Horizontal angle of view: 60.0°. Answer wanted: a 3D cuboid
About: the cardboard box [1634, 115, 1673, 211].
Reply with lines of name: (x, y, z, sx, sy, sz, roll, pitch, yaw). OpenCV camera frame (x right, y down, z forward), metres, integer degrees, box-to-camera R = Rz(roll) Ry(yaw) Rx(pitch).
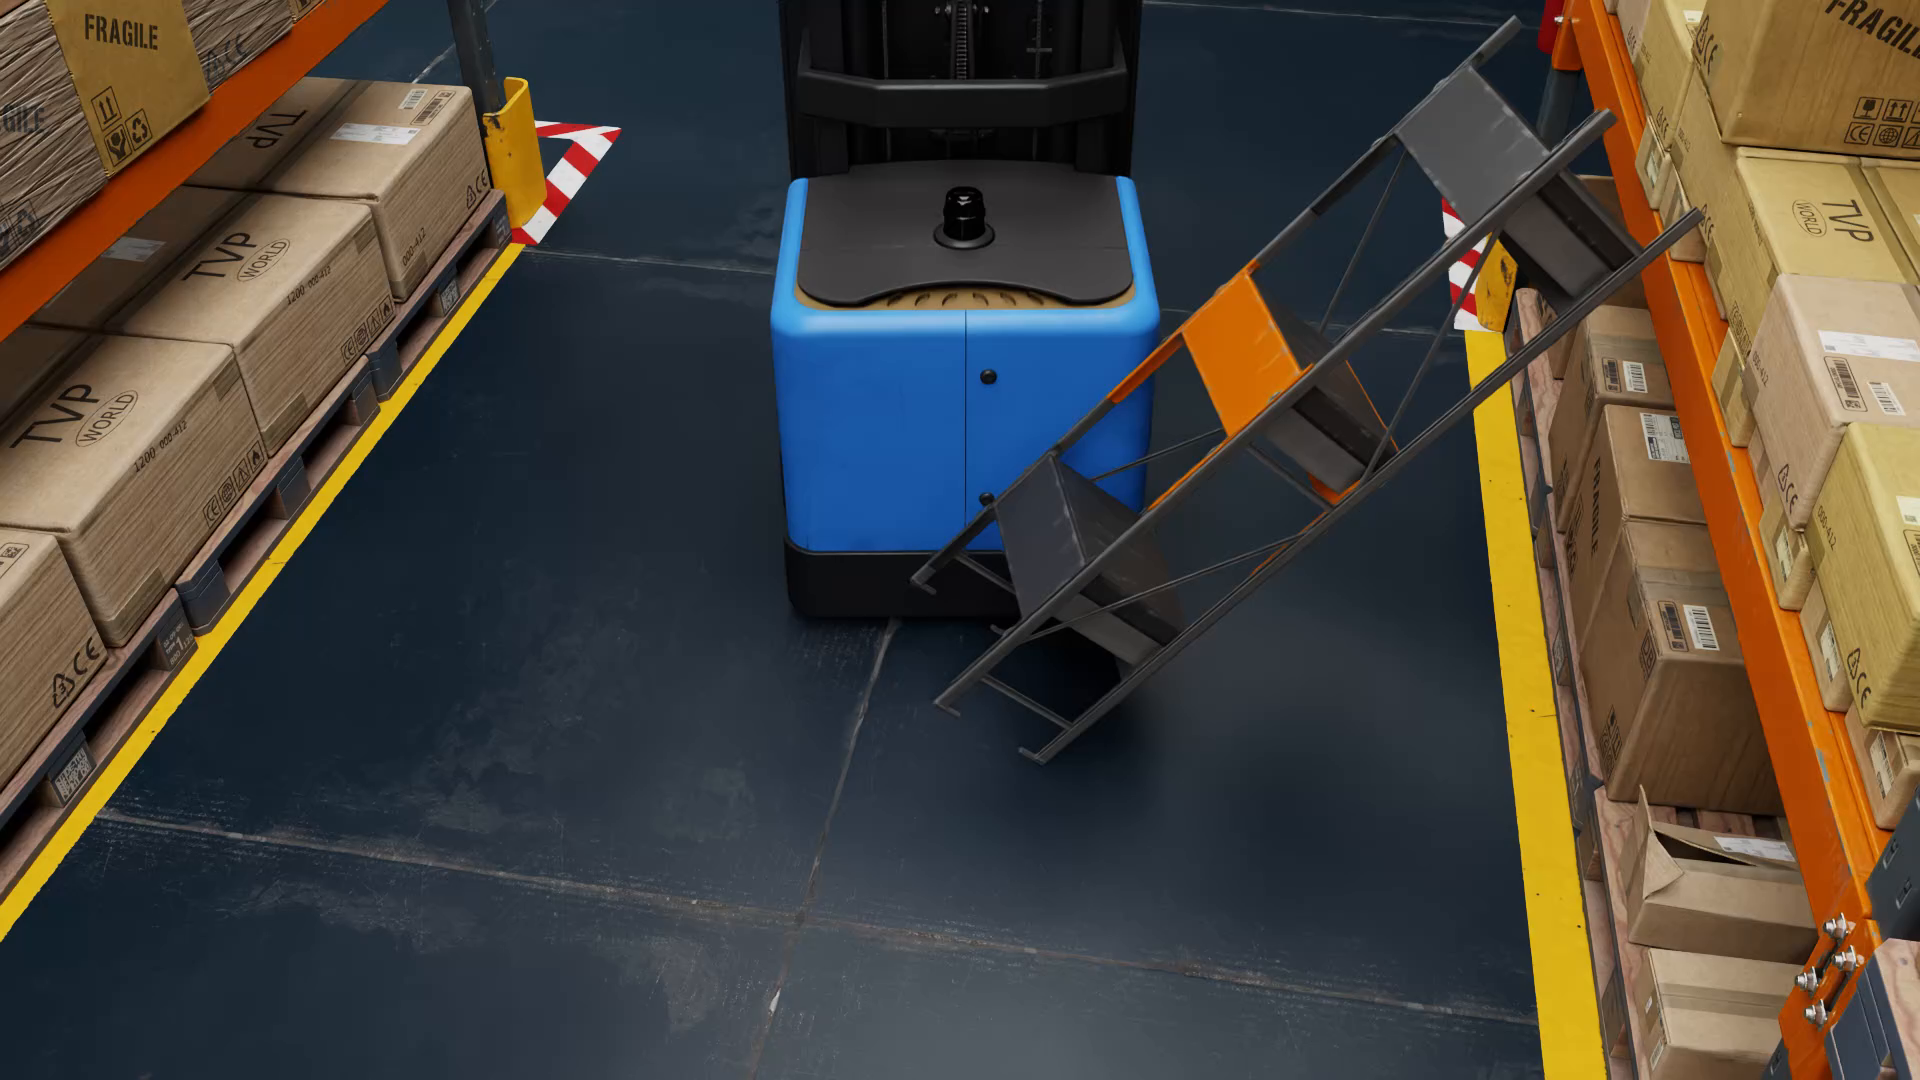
cardboard box: (1.955, -0.953, 4.246, 0.380, 0.149, 0.250, 5, 40, 6)

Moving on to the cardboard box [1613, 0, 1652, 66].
cardboard box: (2.123, -1.514, 4.612, 0.500, 0.250, 0.500, 7, 40, 8)

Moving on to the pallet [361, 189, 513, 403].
pallet: (-2.397, -0.989, 6.280, 1.003, 0.211, 1.213, 6, 40, 8)

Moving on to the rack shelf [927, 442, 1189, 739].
rack shelf: (0.267, 0.147, 4.428, 0.431, 0.518, 0.480, 32, 27, -31)

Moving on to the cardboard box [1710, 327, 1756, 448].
cardboard box: (1.802, -0.306, 3.464, 0.380, 0.149, 0.250, 6, 40, 7)

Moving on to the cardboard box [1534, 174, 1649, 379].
cardboard box: (2.355, -0.855, 5.560, 0.797, 0.503, 0.637, 5, 40, 6)

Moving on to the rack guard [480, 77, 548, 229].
rack guard: (-2.331, -1.626, 6.824, 1.175, 0.500, 0.348, 6, 40, 8)

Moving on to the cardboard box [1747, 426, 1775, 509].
cardboard box: (1.785, -0.143, 3.266, 0.380, 0.149, 0.250, 7, 40, 9)

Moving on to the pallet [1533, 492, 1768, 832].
pallet: (2.191, 0.357, 4.652, 1.003, 0.211, 1.213, 6, 40, 8)

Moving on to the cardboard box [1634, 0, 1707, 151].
cardboard box: (2.039, -1.196, 4.226, 0.500, 0.250, 0.500, 6, 40, 7)

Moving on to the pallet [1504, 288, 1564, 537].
pallet: (2.404, -0.406, 5.576, 1.003, 0.211, 1.213, 6, 40, 8)

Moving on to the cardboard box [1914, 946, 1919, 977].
cardboard box: (1.558, 0.560, 1.811, 0.700, 0.500, 0.500, 7, 40, 9)

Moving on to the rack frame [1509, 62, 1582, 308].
rack frame: (2.554, -2.029, 5.350, 1.000, 3.000, 0.127, 6, 40, 8)

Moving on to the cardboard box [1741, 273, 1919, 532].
cardboard box: (1.782, -0.238, 3.068, 0.500, 0.250, 0.500, 7, 40, 8)

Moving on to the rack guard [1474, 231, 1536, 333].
rack guard: (2.541, -1.018, 6.089, 1.175, 0.500, 0.348, 6, 40, 8)

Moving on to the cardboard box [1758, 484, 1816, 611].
cardboard box: (1.713, 0.019, 3.070, 0.380, 0.149, 0.250, 7, 40, 9)

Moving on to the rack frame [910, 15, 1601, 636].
rack frame: (0.712, -0.454, 4.332, 0.400, 2.100, 0.015, 32, 27, -31)

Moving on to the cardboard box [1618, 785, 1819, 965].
cardboard box: (1.731, 0.767, 3.784, 0.396, 0.266, 0.258, 8, 40, 9)

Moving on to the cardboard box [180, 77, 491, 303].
cardboard box: (-2.351, -1.323, 6.177, 0.875, 0.438, 0.875, 5, 40, 6)

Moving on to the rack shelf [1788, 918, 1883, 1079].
rack shelf: (1.516, 2.014, 1.025, 1.077, 0.370, 4.000, 6, 40, 8)

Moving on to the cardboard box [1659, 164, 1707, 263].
cardboard box: (1.930, -0.785, 4.043, 0.380, 0.149, 0.250, 7, 40, 9)

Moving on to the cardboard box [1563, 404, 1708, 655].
cardboard box: (1.979, -0.001, 4.529, 0.500, 0.500, 0.500, 7, 40, 8)

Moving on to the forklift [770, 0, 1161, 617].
forklift: (-0.003, -1.817, 5.147, 1.130, 2.935, 3.031, 0, 40, -1)

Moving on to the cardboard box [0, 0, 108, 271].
cardboard box: (-2.505, -0.994, 4.020, 0.500, 0.500, 0.500, 7, 40, 8)

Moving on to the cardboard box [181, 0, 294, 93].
cardboard box: (-2.339, -1.643, 4.805, 0.500, 0.500, 0.500, 7, 40, 9)

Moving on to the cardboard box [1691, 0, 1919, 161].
cardboard box: (1.951, -1.178, 3.617, 0.500, 0.500, 0.500, 7, 40, 9)

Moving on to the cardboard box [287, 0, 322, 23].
cardboard box: (-2.260, -1.967, 5.197, 0.500, 0.500, 0.500, 6, 40, 7)

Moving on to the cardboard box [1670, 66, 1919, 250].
cardboard box: (1.971, -0.872, 3.835, 0.500, 0.250, 0.500, 5, 40, 7)

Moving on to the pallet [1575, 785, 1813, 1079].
pallet: (1.982, 1.125, 3.723, 1.003, 0.211, 1.213, 6, 40, 8)

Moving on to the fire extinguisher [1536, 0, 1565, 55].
fire extinguisher: (2.124, -1.999, 5.667, 0.296, 0.674, 0.183, 6, 40, 8)

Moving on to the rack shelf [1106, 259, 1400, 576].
rack shelf: (0.738, -0.291, 4.152, 0.431, 0.518, 0.480, 32, 27, -31)

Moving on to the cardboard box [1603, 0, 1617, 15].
cardboard box: (2.227, -1.756, 5.217, 0.380, 0.149, 0.250, 6, 40, 7)

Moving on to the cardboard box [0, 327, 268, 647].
cardboard box: (-2.659, -0.182, 4.797, 0.875, 0.438, 0.875, 5, 40, 6)

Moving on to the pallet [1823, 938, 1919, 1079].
pallet: (1.616, 1.045, 1.783, 1.003, 0.211, 1.213, 6, 40, 8)

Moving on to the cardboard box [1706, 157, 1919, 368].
cardboard box: (1.881, -0.549, 3.445, 0.500, 0.250, 0.500, 6, 40, 7)

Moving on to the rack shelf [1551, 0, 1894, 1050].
rack shelf: (2.208, -0.496, 4.061, 1.077, 0.370, 4.000, 6, 40, 8)

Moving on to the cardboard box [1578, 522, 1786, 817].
cardboard box: (1.989, 0.330, 4.129, 0.700, 0.500, 0.500, 5, 40, 6)

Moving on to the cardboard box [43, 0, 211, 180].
cardboard box: (-2.416, -1.318, 4.411, 0.500, 0.500, 0.500, 8, 40, 9)

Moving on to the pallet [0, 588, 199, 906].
pallet: (-2.819, 0.543, 4.428, 1.003, 0.211, 1.213, 6, 40, 8)

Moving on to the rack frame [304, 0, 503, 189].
rack frame: (-2.335, -2.574, 6.009, 1.000, 3.000, 0.127, 6, 40, 8)

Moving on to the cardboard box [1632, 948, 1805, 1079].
cardboard box: (1.669, 1.036, 3.550, 0.380, 0.149, 0.250, 5, 40, 6)

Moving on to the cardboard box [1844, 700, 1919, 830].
cardboard box: (1.668, 0.350, 2.669, 0.380, 0.149, 0.250, 7, 40, 8)

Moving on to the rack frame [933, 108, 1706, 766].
rack frame: (0.782, -0.145, 3.961, 0.400, 2.100, 0.015, 32, 27, -31)

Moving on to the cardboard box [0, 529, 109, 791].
cardboard box: (-2.813, 0.380, 4.118, 0.875, 0.438, 0.875, 6, 40, 7)

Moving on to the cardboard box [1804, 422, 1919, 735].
cardboard box: (1.710, 0.078, 2.686, 0.500, 0.250, 0.500, 7, 40, 9)

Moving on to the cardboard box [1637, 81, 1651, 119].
cardboard box: (2.113, -1.271, 4.630, 0.380, 0.149, 0.250, 8, 40, 9)

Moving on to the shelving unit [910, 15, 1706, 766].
shelving unit: (0.747, -0.300, 4.146, 0.431, 2.100, 0.503, 32, 27, -31)

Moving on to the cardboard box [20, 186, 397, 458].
cardboard box: (-2.501, -0.748, 5.481, 0.875, 0.438, 0.875, 7, 40, 9)

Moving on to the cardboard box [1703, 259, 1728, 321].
cardboard box: (1.953, -0.616, 3.838, 0.380, 0.149, 0.250, 6, 40, 8)

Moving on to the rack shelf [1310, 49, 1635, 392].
rack shelf: (1.209, -0.729, 3.875, 0.431, 0.518, 0.480, 32, 27, -31)

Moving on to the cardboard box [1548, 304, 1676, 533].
cardboard box: (2.169, -0.322, 4.917, 0.700, 0.500, 0.500, 8, 40, 9)

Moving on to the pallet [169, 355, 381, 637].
pallet: (-2.610, -0.225, 5.357, 1.003, 0.211, 1.213, 6, 40, 8)

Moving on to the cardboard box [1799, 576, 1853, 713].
cardboard box: (1.692, 0.185, 2.870, 0.380, 0.149, 0.250, 7, 40, 9)
